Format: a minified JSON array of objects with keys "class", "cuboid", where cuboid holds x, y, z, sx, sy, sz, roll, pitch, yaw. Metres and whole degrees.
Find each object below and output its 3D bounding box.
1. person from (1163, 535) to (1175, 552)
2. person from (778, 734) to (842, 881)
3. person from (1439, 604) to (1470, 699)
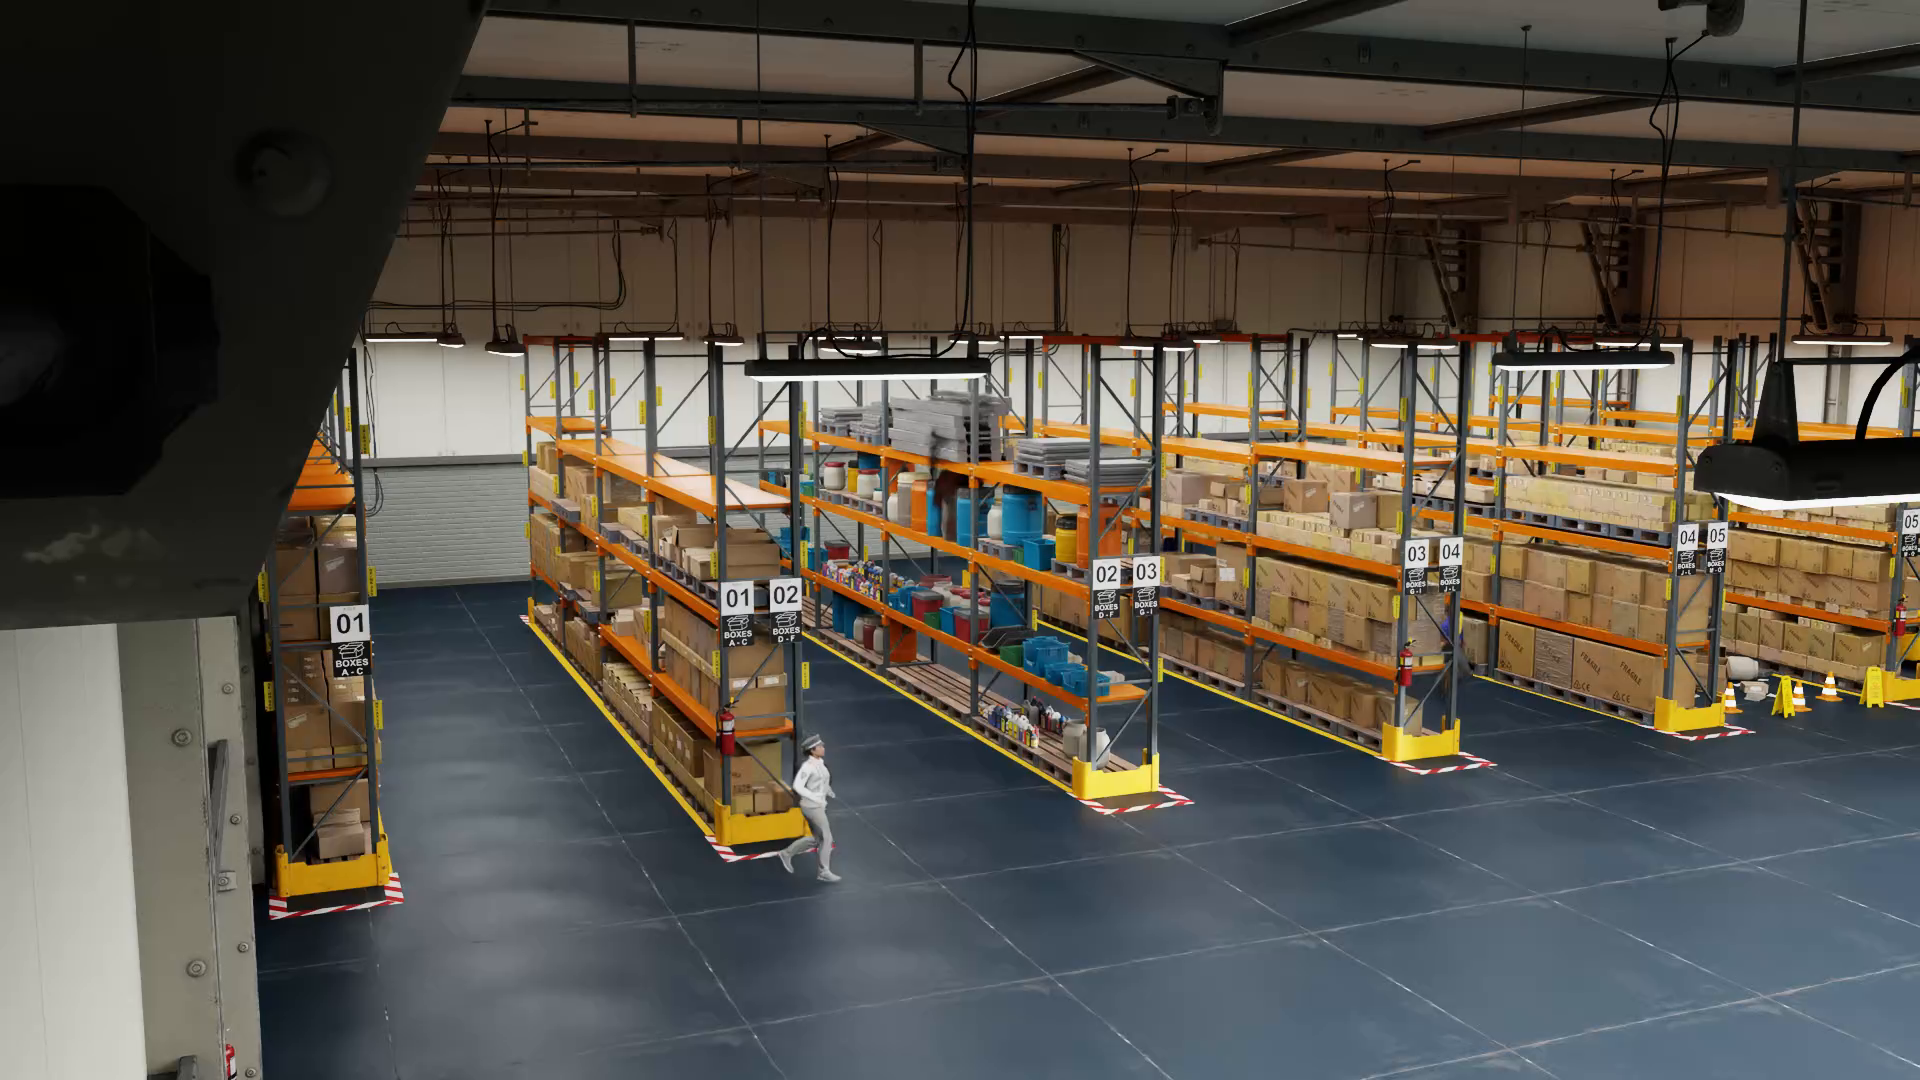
[{"class":"person","cuboid":[5.336,-0.012,41.921,0.615,1.545,0.800,0,8,-1]},{"class":"person","cuboid":[-1.701,3.030,18.902,0.753,1.688,0.633,1,8,7]},{"class":"person","cuboid":[8.223,1.873,27.538,0.563,1.604,0.572,-5,9,-32]}]
